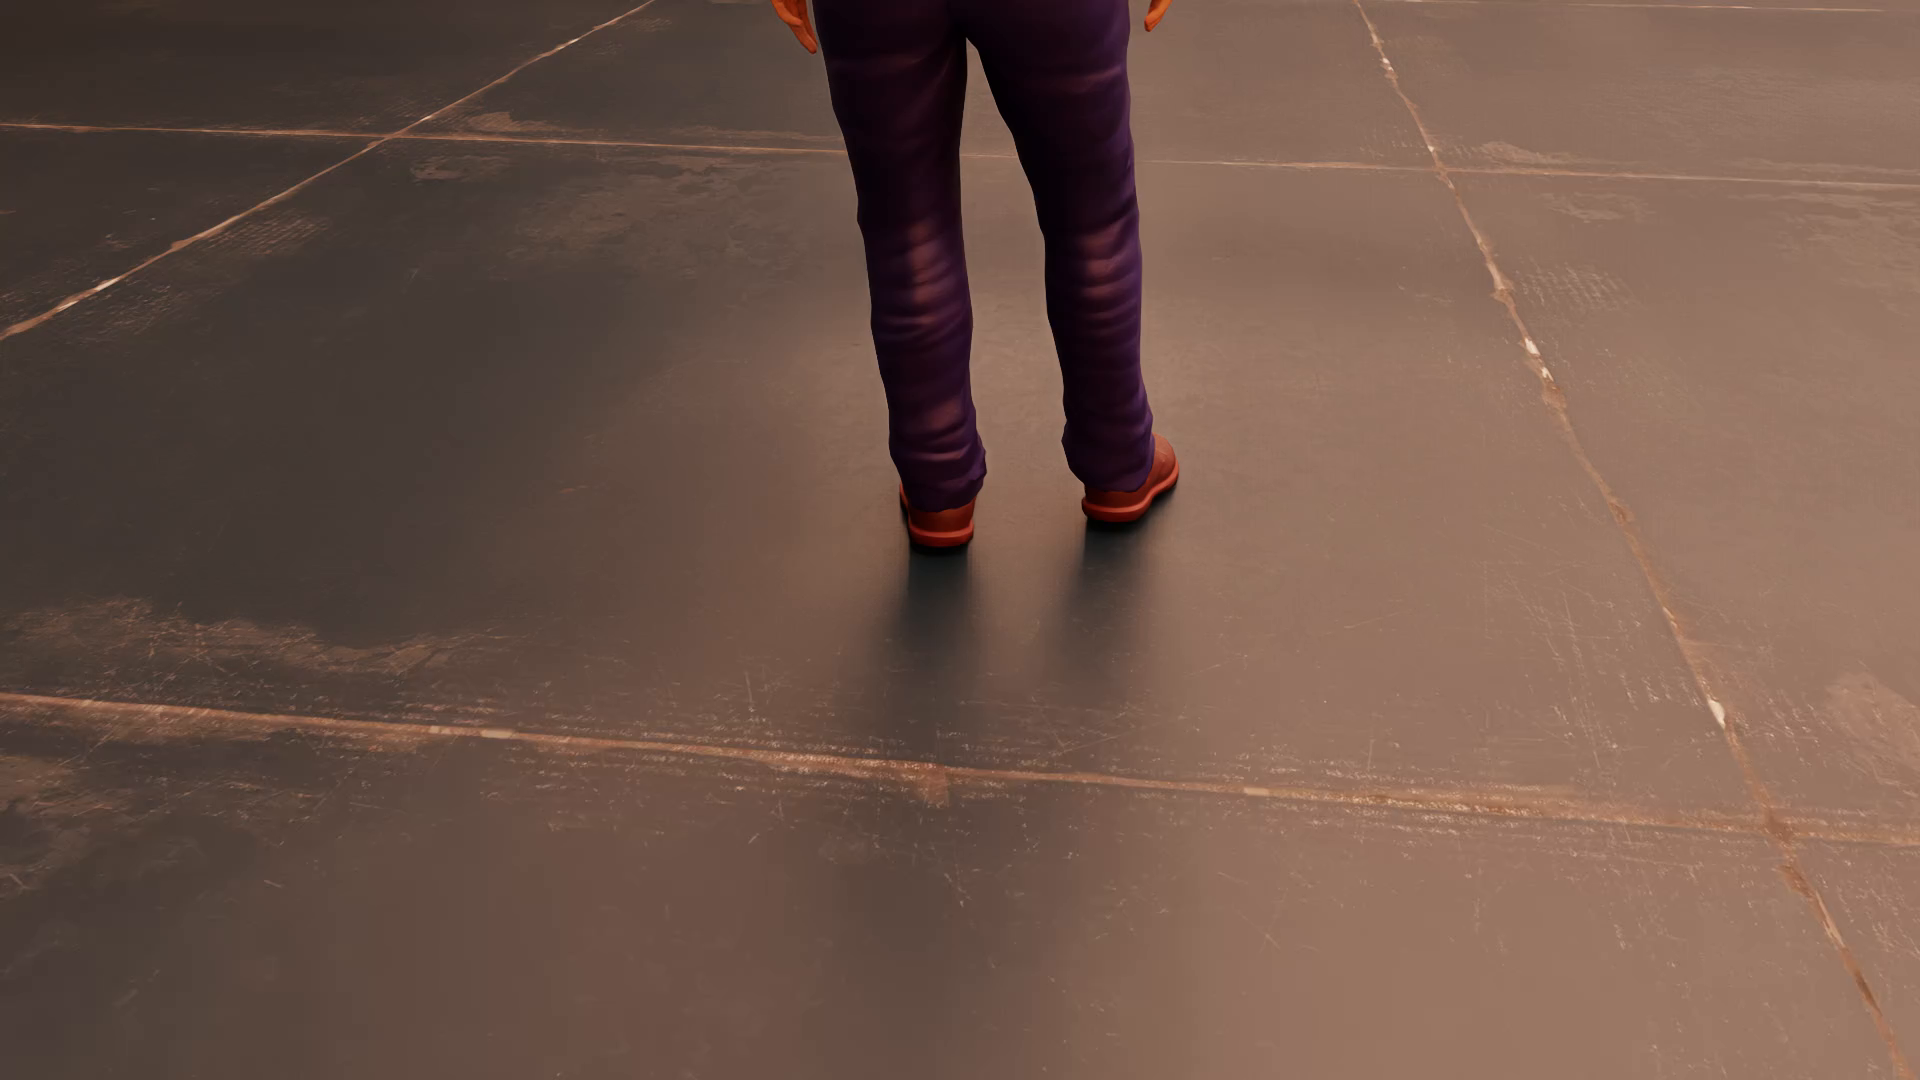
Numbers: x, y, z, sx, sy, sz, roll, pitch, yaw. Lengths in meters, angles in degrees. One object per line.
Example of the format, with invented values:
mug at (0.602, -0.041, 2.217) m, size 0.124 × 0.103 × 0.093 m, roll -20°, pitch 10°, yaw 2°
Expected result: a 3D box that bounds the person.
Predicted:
person at (0.035, -0.783, 2.205) m, size 0.598 × 1.651 × 0.503 m, roll 3°, pitch 27°, yaw 7°
